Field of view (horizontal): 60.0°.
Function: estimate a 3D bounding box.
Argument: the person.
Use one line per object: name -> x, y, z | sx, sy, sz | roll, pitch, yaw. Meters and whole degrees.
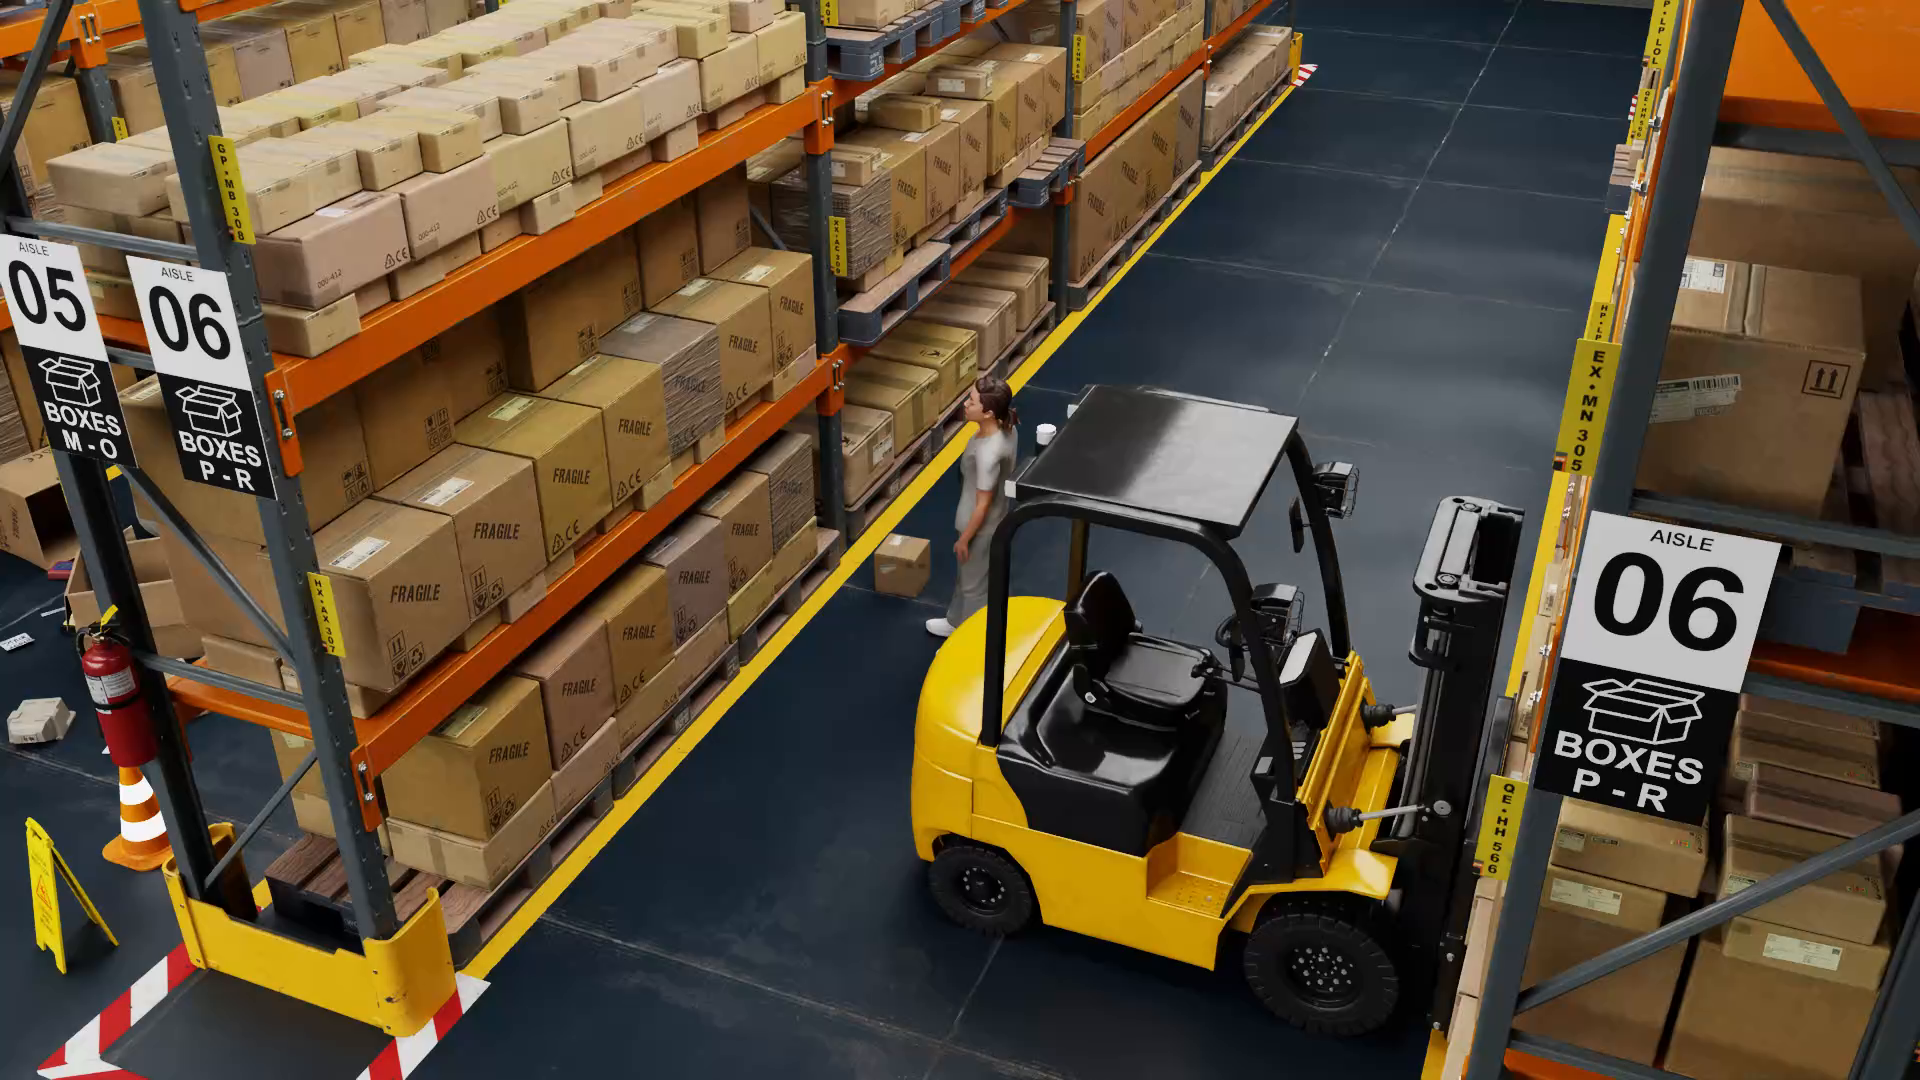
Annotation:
person -> 0.040, -0.096, 8.542 | 0.548, 1.674, 0.549 | 5, 30, 9
